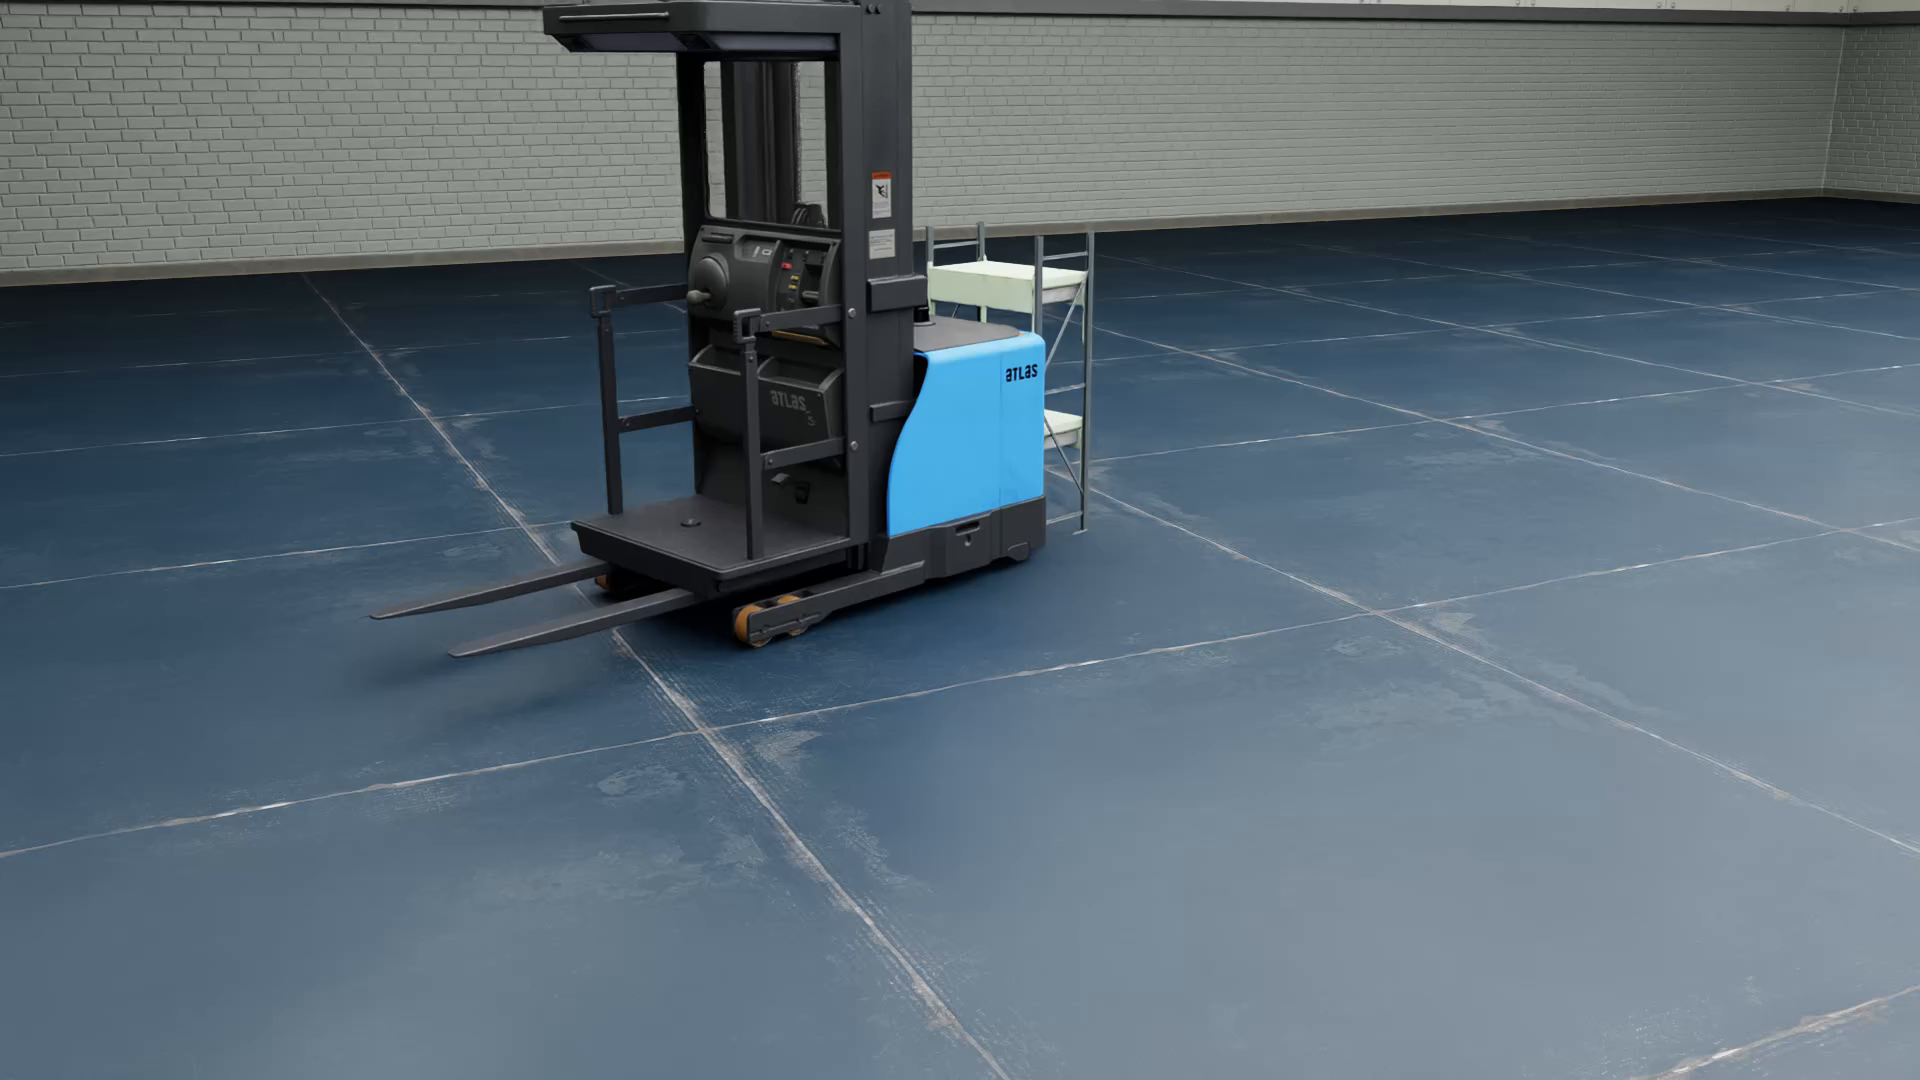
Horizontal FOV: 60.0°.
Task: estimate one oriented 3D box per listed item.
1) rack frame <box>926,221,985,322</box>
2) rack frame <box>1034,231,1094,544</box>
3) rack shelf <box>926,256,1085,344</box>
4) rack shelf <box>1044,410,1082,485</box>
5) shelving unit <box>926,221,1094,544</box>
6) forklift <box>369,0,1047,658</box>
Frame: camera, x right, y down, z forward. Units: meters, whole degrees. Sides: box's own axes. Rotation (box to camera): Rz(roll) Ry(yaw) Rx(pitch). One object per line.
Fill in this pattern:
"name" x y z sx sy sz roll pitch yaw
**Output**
"rack frame" -0.022 -0.869 8.559 0.023 1.500 0.400 15 22 43
"rack frame" 0.497 -0.726 8.062 0.023 1.500 0.400 15 22 43
"rack shelf" 0.237 -1.173 8.203 0.720 0.370 0.431 15 22 43
"rack shelf" 0.237 -0.484 8.400 0.720 0.370 0.431 15 22 43
"shelving unit" 0.237 -0.798 8.310 0.755 1.500 0.431 15 22 43
"forklift" -0.985 -1.136 6.894 1.130 2.935 3.031 15 22 43
